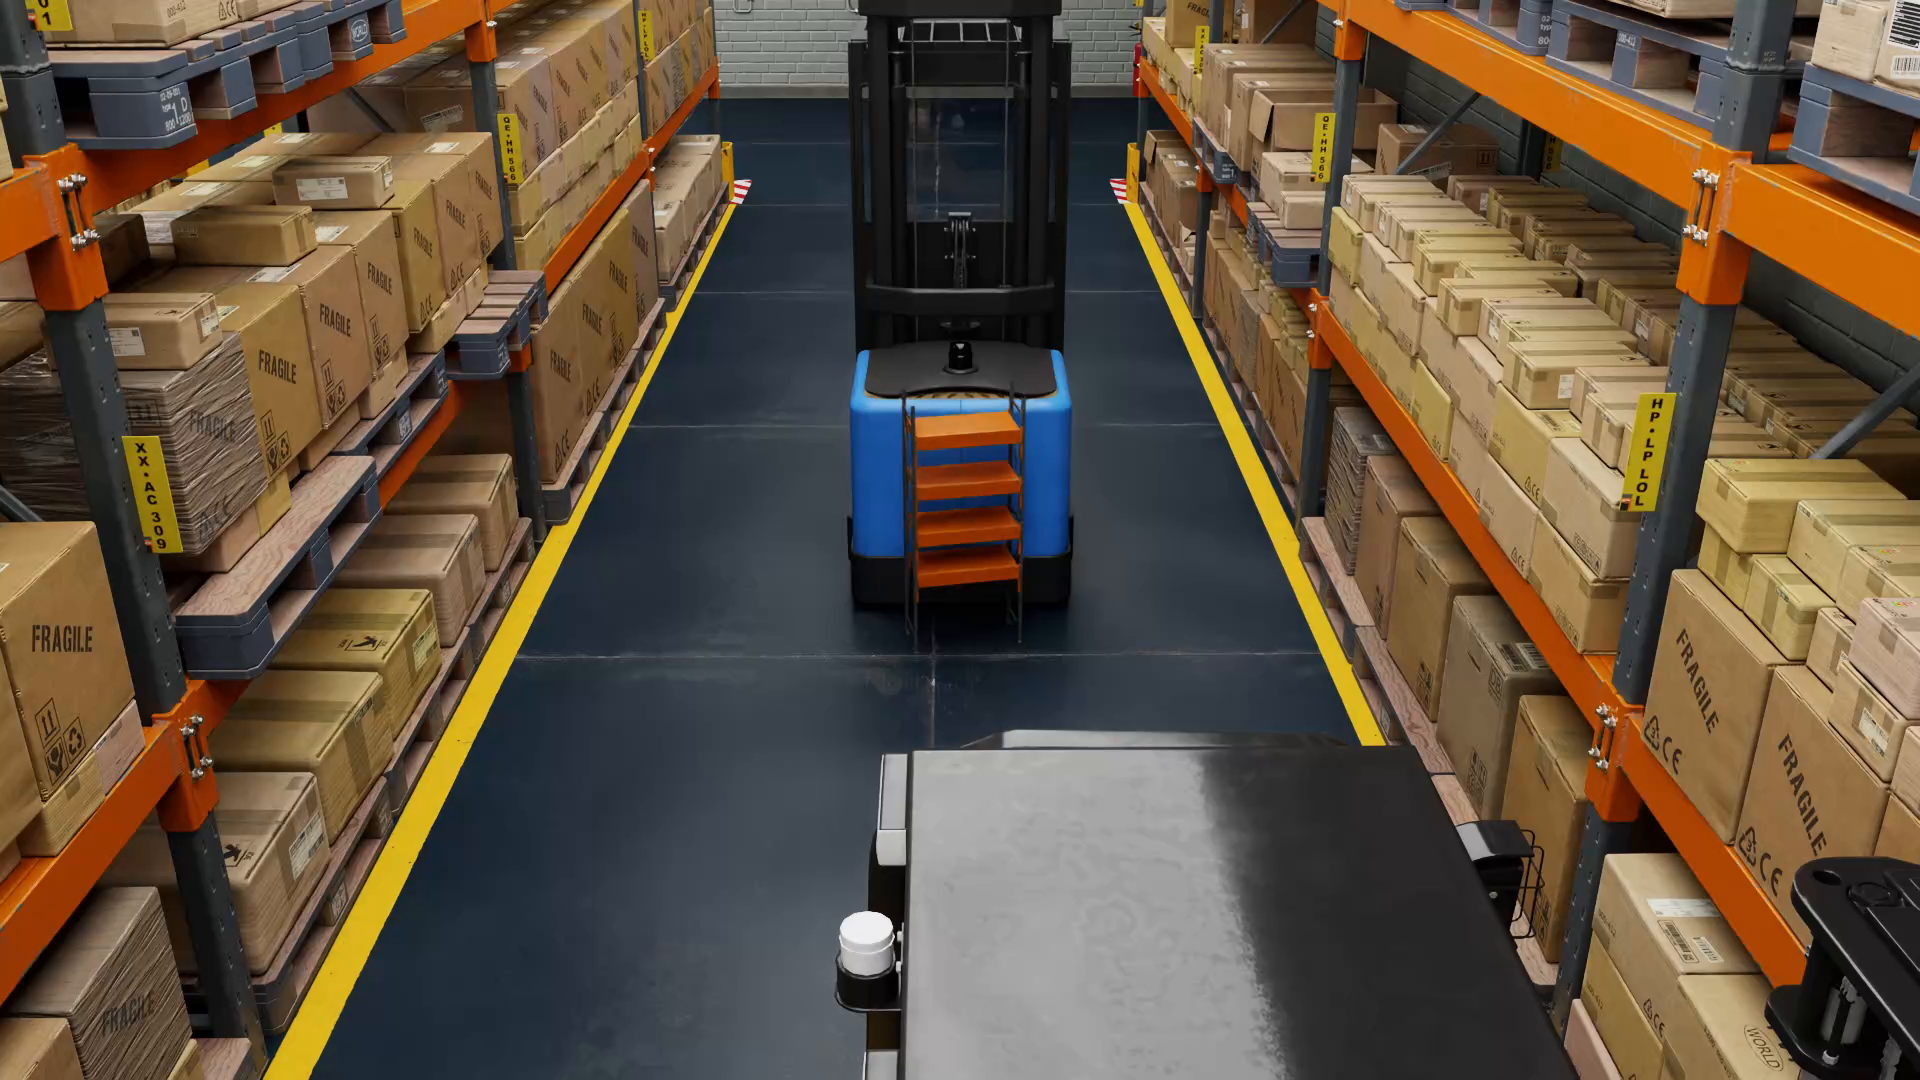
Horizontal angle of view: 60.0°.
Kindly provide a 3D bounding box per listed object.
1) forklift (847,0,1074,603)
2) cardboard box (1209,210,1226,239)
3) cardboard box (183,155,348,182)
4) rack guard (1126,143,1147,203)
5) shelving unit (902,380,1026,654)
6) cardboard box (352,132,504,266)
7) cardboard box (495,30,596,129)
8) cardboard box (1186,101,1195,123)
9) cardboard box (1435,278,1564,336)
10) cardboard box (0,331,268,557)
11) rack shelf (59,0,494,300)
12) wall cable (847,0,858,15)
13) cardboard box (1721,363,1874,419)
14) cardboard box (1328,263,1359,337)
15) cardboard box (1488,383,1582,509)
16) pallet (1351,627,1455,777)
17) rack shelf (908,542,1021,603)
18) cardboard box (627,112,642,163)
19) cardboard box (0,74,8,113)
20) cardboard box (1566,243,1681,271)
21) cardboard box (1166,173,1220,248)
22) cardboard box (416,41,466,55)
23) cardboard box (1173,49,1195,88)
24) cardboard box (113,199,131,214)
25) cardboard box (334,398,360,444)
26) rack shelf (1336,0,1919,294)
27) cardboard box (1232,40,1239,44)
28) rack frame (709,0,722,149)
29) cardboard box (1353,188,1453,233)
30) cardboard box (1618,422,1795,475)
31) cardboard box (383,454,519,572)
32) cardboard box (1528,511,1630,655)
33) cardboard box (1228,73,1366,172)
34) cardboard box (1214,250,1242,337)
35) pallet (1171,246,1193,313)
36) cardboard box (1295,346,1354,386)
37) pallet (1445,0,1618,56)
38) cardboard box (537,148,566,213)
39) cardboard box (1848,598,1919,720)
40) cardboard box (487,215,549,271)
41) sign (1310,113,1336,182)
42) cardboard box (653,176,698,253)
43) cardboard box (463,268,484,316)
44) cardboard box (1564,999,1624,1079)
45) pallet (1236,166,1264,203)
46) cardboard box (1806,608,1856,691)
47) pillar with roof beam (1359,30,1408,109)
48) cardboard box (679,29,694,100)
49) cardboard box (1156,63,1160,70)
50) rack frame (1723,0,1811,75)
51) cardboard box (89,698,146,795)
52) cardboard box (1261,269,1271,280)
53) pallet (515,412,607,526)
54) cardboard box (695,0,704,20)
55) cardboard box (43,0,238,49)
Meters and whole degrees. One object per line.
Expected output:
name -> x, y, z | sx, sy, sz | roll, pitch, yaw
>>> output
forklift -> -0.003, -1.595, 8.720 | 1.130, 2.935, 3.031 | 0, 24, 0
cardboard box -> 1.973, -2.235, 11.789 | 0.380, 0.149, 0.250 | 1, 24, 2
cardboard box -> -2.898, -1.335, 7.071 | 0.500, 0.500, 0.500 | 1, 24, 2
rack guard -> 2.192, -3.514, 15.914 | 1.175, 0.500, 0.348 | 0, 24, -1
shelving unit -> 0.014, -0.095, 7.503 | 0.503, 1.200, 0.258 | -5, 25, -11
cardboard box -> -2.402, -1.551, 7.546 | 0.500, 0.500, 0.500 | -1, 24, -2
cardboard box -> -2.453, -2.695, 9.735 | 0.500, 0.500, 0.500 | 0, 24, 0
cardboard box -> 1.928, -3.266, 12.637 | 0.380, 0.149, 0.250 | 0, 24, 1
cardboard box -> 1.973, -0.856, 6.094 | 0.380, 0.149, 0.250 | -1, 24, -2
cardboard box -> -2.359, -0.283, 4.743 | 0.500, 0.500, 0.500 | 0, 24, 1
rack shelf -> -2.663, -1.579, 5.834 | 1.077, 0.370, 4.000 | 0, 24, -1
wall cable -> -1.439, -7.458, 20.368 | 0.588, 1.984, 0.122 | 0, 24, -1
cardboard box -> 2.581, -0.440, 5.175 | 0.380, 0.149, 0.250 | 0, 24, -1
cardboard box -> 2.039, -1.136, 7.803 | 0.500, 0.250, 0.500 | 0, 24, 0
cardboard box -> 2.049, -0.312, 5.376 | 0.500, 0.250, 0.500 | -1, 24, -2
pallet -> 2.259, 0.723, 6.894 | 1.003, 0.211, 1.213 | 0, 24, -1
rack shelf -> 0.014, 0.147, 7.614 | 0.480, 0.148, 0.258 | -5, 25, -11
cardboard box -> -2.471, -2.760, 11.395 | 0.500, 0.250, 0.500 | -1, 24, -2
cardboard box -> -2.367, -0.968, 3.432 | 0.500, 0.250, 0.500 | 0, 24, -1
cardboard box -> 2.625, -1.070, 6.568 | 0.380, 0.149, 0.250 | -1, 24, -1
cardboard box -> 2.085, -2.704, 13.613 | 0.700, 0.500, 0.500 | -1, 24, -3
cardboard box -> -2.964, -2.493, 9.288 | 0.500, 0.500, 0.500 | 0, 24, -1
cardboard box -> 1.973, -3.724, 13.165 | 0.500, 0.250, 0.500 | 0, 24, -1
cardboard box -> -7.404, -2.852, 14.366 | 0.380, 0.149, 0.250 | -1, 24, -3
cardboard box -> -2.366, -0.449, 5.899 | 0.380, 0.149, 0.250 | 0, 24, 0
rack shelf -> 2.301, -1.603, 5.887 | 1.077, 0.370, 4.000 | 0, 24, -1
cardboard box -> 2.472, -3.931, 13.624 | 0.500, 0.250, 0.500 | 0, 24, -1
rack frame -> -2.772, -4.661, 15.415 | 1.000, 3.000, 0.127 | 0, 24, -1
cardboard box -> 1.992, -1.487, 7.488 | 0.380, 0.149, 0.250 | 0, 24, 1
cardboard box -> 2.097, -0.221, 4.689 | 0.380, 0.149, 0.250 | 1, 24, 1
cardboard box -> -2.688, -0.125, 8.066 | 0.950, 0.372, 0.625 | -2, 24, -4
cardboard box -> 2.055, 0.122, 5.022 | 0.500, 0.250, 0.500 | 0, 24, 1
cardboard box -> 2.031, -2.536, 10.086 | 0.700, 0.500, 0.500 | 0, 24, -1
cardboard box -> 2.031, -1.669, 11.324 | 0.500, 0.500, 0.500 | -1, 24, -1
pallet -> 2.229, -2.049, 13.024 | 1.003, 0.211, 1.213 | 0, 24, -1
cardboard box -> 2.020, -0.938, 8.921 | 0.380, 0.149, 0.250 | -1, 24, -3
pallet -> 2.391, -1.929, 5.964 | 1.003, 0.211, 1.213 | 1, 24, 2
cardboard box -> -2.448, -1.947, 8.989 | 0.500, 0.250, 0.500 | 0, 24, 1
cardboard box -> 2.034, 0.235, 3.320 | 0.380, 0.149, 0.250 | 0, 24, 1
cardboard box -> -2.438, -1.499, 8.606 | 0.500, 0.250, 0.500 | -1, 24, -1
sign -> 1.736, -1.873, 7.943 | 0.100, 0.325, 0.005 | 0, 24, -1
cardboard box -> -2.638, -2.664, 13.601 | 0.875, 0.438, 0.875 | -1, 24, -2
cardboard box -> -2.323, -1.093, 7.323 | 0.380, 0.149, 0.250 | 0, 24, -1
cardboard box -> 1.997, 1.523, 4.571 | 0.500, 0.250, 0.500 | 0, 24, 0
pallet -> 2.253, -2.102, 9.990 | 1.003, 0.211, 1.213 | 0, 24, -1
cardboard box -> 2.098, 0.266, 3.614 | 0.380, 0.149, 0.250 | 0, 24, -1
pillar with roof beam -> -1.176, -6.041, 11.188 | 9.100, 9.000, 0.400 | 0, 24, -1
cardboard box -> -2.477, -3.877, 13.561 | 0.500, 0.500, 0.500 | 0, 24, 1
cardboard box -> 1.970, -4.329, 14.986 | 0.380, 0.149, 0.250 | 0, 24, 1
rack frame -> 2.322, -2.473, 3.298 | 1.000, 3.000, 0.127 | 0, 24, -1
cardboard box -> -2.333, 0.530, 4.244 | 0.380, 0.149, 0.250 | -1, 24, -1
cardboard box -> 2.082, -1.586, 10.354 | 0.380, 0.149, 0.250 | 0, 24, 0
pallet -> -2.618, -0.419, 9.420 | 1.003, 0.211, 1.213 | 0, 24, -1
cardboard box -> -2.493, -4.749, 14.276 | 0.500, 0.500, 0.500 | 0, 24, 0
cardboard box -> -2.246, -1.448, 4.345 | 0.500, 0.250, 0.500 | -1, 24, -2
